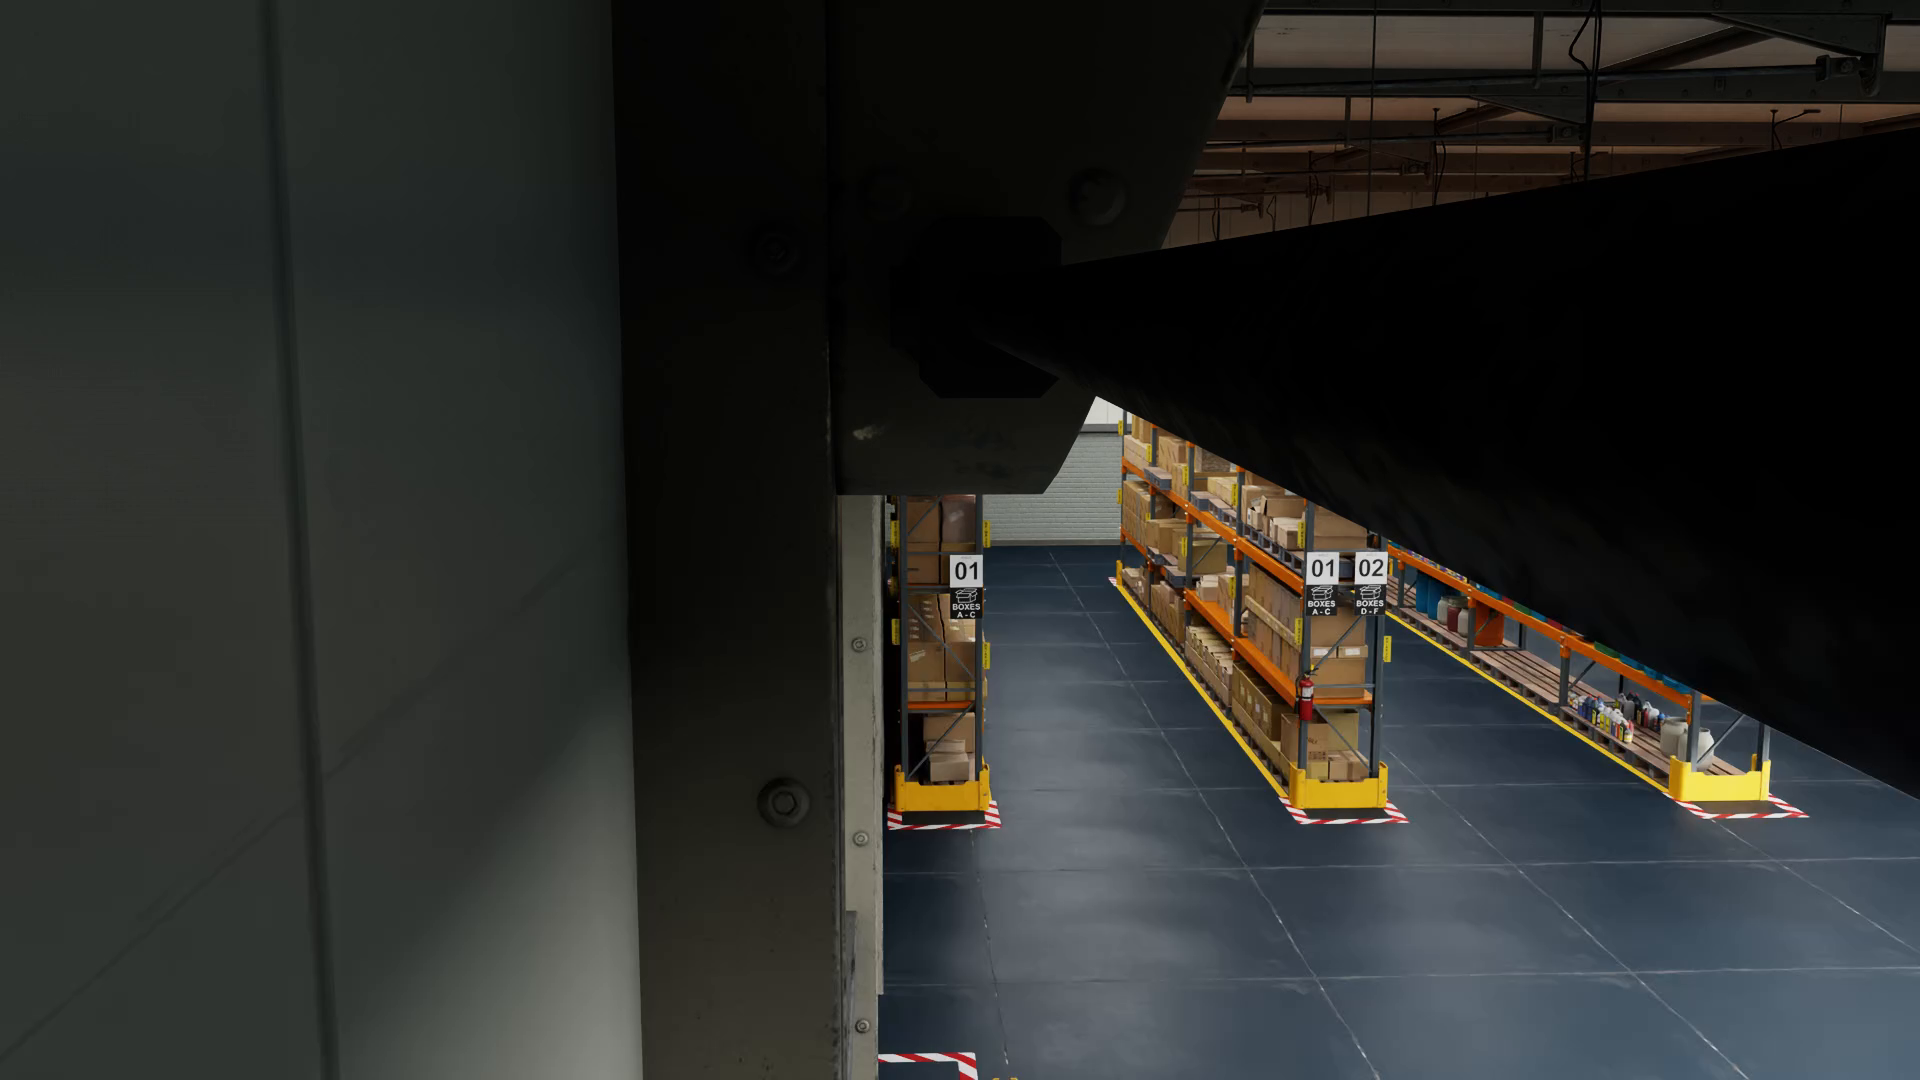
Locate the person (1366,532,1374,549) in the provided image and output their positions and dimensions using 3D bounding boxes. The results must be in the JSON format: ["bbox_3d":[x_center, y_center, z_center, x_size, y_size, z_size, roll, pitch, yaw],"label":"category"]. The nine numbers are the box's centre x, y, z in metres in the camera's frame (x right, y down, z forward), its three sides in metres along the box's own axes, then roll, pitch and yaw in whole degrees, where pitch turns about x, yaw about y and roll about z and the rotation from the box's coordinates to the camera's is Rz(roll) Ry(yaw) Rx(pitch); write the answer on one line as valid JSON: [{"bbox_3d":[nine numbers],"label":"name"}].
[{"bbox_3d":[8.328,0.427,34.304,0.571,1.721,0.453,-8,12,-43],"label":"person"}]
